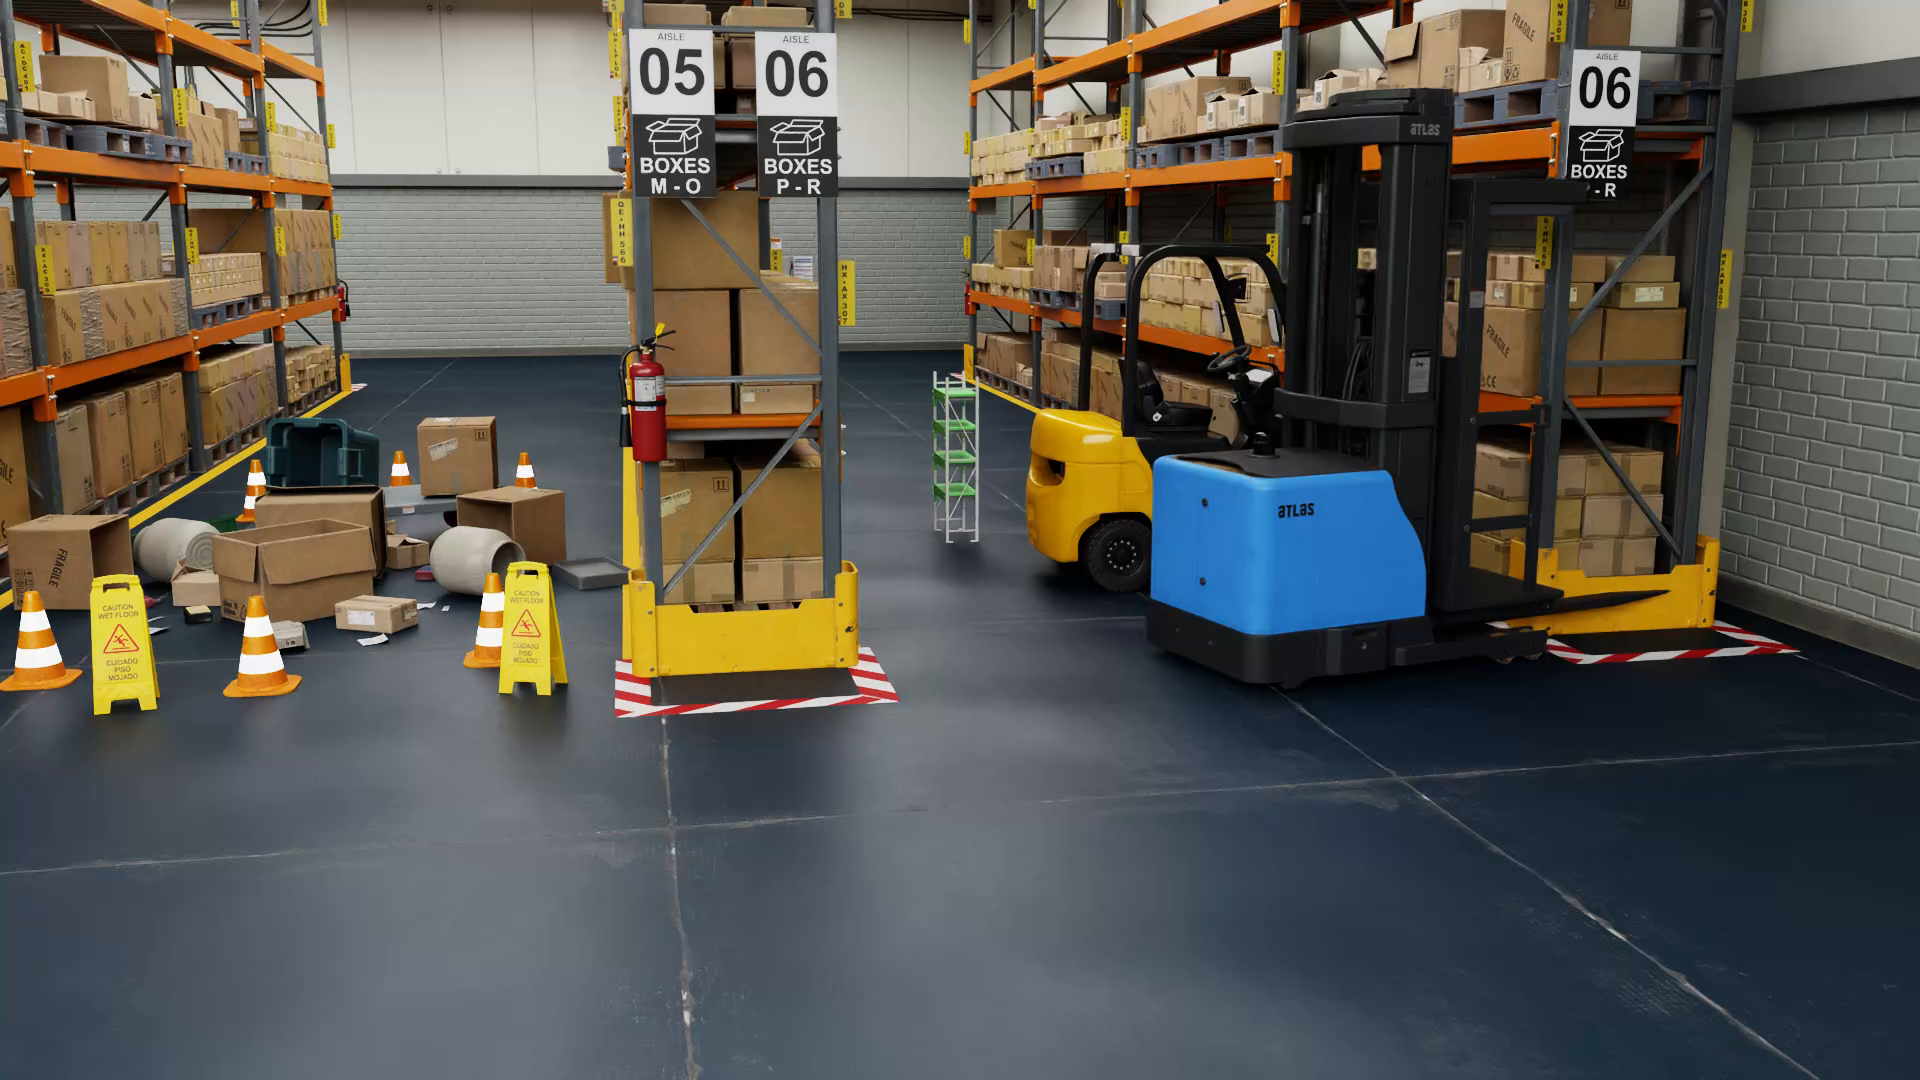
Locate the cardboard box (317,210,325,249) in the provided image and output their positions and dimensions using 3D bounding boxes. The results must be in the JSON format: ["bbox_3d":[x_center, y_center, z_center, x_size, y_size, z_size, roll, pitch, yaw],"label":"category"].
[{"bbox_3d":[-8.632,-4.062,21.777,0.500,0.500,0.500,-3,11,-13],"label":"cardboard box"}]

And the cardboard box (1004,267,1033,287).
[{"bbox_3d":[0.884,-3.529,22.323,0.500,0.250,0.500,-2,11,-11],"label":"cardboard box"}]

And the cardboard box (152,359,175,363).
[{"bbox_3d":[-8.006,-1.631,16.298,0.500,0.250,0.500,-2,11,-10],"label":"cardboard box"}]

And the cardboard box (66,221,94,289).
[{"bbox_3d":[-7.032,-2.160,12.582,0.700,0.500,0.500,-2,11,-11],"label":"cardboard box"}]

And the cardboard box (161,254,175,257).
[{"bbox_3d":[-8.506,-2.952,17.640,0.380,0.149,0.250,-2,11,-12],"label":"cardboard box"}]

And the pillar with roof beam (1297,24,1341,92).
[{"bbox_3d":[-0.888,-5.040,14.608,9.100,9.000,0.400,-2,11,-11],"label":"pillar with roof beam"}]

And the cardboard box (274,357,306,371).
[{"bbox_3d":[-8.285,-2.172,20.497,0.380,0.149,0.250,-2,11,-10],"label":"cardboard box"}]

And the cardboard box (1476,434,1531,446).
[{"bbox_3d":[3.252,-0.502,10.366,0.500,0.250,0.500,-2,11,-10],"label":"cardboard box"}]

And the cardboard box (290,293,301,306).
[{"bbox_3d":[-8.278,-2.940,20.294,0.380,0.149,0.250,-2,11,-10],"label":"cardboard box"}]

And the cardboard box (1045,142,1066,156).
[{"bbox_3d":[1.214,-4.584,19.519,0.380,0.149,0.250,-2,11,-10],"label":"cardboard box"}]

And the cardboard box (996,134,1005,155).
[{"bbox_3d":[0.781,-5.345,22.503,0.500,0.250,0.500,-2,11,-9],"label":"cardboard box"}]

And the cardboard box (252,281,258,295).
[{"bbox_3d":[-7.963,-2.779,18.324,0.380,0.149,0.250,-2,11,-11],"label":"cardboard box"}]

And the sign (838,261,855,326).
[{"bbox_3d":[-0.583,-1.252,8.437,0.100,0.325,0.005,-2,11,-11],"label":"sign"}]

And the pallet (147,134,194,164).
[{"bbox_3d":[-7.330,-3.340,14.207,1.213,0.211,1.003,-2,11,-8],"label":"pallet"}]

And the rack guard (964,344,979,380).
[{"bbox_3d":[0.656,-2.681,24.945,1.175,0.500,0.348,-2,11,-11],"label":"rack guard"}]

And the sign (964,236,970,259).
[{"bbox_3d":[0.109,-4.328,24.599,0.100,0.325,0.005,-2,11,-11],"label":"sign"}]

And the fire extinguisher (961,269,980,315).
[{"bbox_3d":[0.159,-3.712,24.880,0.296,0.674,0.183,-2,11,-11],"label":"fire extinguisher"}]

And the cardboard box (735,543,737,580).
[{"bbox_3d":[-1.093,0.086,9.956,0.500,0.250,0.500,-2,11,-9],"label":"cardboard box"}]

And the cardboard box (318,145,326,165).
[{"bbox_3d":[-8.724,-5.113,22.080,0.500,0.250,0.500,-2,11,-13],"label":"cardboard box"}]

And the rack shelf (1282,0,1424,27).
[{"bbox_3d":[3.364,-3.752,10.837,1.077,0.370,4.000,-2,11,-11],"label":"rack shelf"}]

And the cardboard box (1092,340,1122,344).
[{"bbox_3d":[1.830,-2.381,20.511,0.380,0.149,0.250,-2,11,-11],"label":"cardboard box"}]

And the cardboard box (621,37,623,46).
[{"bbox_3d":[-1.802,-2.880,9.824,0.380,0.149,0.250,-2,11,-10],"label":"cardboard box"}]

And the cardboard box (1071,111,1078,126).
[{"bbox_3d":[1.545,-5.091,20.276,0.396,0.266,0.258,-2,11,-12],"label":"cardboard box"}]

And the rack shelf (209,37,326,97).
[{"bbox_3d":[-8.674,-5.768,20.368,1.077,0.370,4.000,-2,11,-11],"label":"rack shelf"}]

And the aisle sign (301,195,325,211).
[{"bbox_3d":[-8.783,-4.844,22.674,0.394,0.787,0.004,-2,11,-11],"label":"aisle sign"}]

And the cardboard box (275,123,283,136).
[{"bbox_3d":[-8.235,-4.857,19.669,0.380,0.149,0.250,-2,11,-13],"label":"cardboard box"}]

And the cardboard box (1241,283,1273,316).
[{"bbox_3d":[2.628,-1.975,13.612,0.500,0.250,0.500,-2,11,-12],"label":"cardboard box"}]

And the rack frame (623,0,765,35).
[{"bbox_3d":[-1.894,-4.488,11.708,1.000,3.000,0.127,-2,11,-11],"label":"rack frame"}]

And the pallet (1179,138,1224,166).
[{"bbox_3d":[2.637,-3.510,15.098,1.003,0.211,1.213,-2,11,-8],"label":"pallet"}]

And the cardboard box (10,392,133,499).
[{"bbox_3d":[-7.122,-0.731,12.908,1.050,0.750,0.750,-2,11,-11],"label":"cardboard box"}]

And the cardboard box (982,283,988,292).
[{"bbox_3d":[0.530,-3.684,24.202,0.380,0.149,0.250,-2,11,-10],"label":"cardboard box"}]

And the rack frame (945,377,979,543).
[{"bbox_3d":[0.015,-0.575,12.009,0.240,1.200,0.015,-2,11,-11],"label":"rack frame"}]

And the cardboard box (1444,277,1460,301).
[{"bbox_3d":[3.206,-1.598,10.569,0.380,0.149,0.250,-2,11,-13],"label":"cardboard box"}]

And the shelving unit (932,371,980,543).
[{"bbox_3d":[-0.032,-0.620,12.244,0.258,1.200,0.503,-2,11,-11],"label":"shelving unit"}]

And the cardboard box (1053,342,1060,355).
[{"bbox_3d":[1.357,-2.363,20.415,0.380,0.149,0.250,-2,11,-13],"label":"cardboard box"}]

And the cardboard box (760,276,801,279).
[{"bbox_3d":[-1.247,-1.381,10.364,0.500,0.500,0.500,-2,11,-12],"label":"cardboard box"}]

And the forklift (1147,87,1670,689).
[{"bbox_3d":[2.563,-0.870,8.927,3.031,2.935,1.130,-5,12,-25],"label":"forklift"}]

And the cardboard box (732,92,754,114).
[{"bbox_3d":[-1.000,-2.275,8.775,0.380,0.149,0.250,-2,11,-13],"label":"cardboard box"}]

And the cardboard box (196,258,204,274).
[{"bbox_3d":[-7.505,-2.637,15.987,0.380,0.149,0.250,-2,11,-11],"label":"cardboard box"}]

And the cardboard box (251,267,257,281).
[{"bbox_3d":[-7.962,-2.924,18.292,0.380,0.149,0.250,-2,11,-11],"label":"cardboard box"}]

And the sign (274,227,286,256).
[{"bbox_3d":[-7.742,-3.399,18.936,0.100,0.325,0.005,-2,11,-11],"label":"sign"}]

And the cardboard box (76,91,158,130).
[{"bbox_3d":[-7.010,-3.580,13.809,0.500,0.311,0.500,-2,11,-11],"label":"cardboard box"}]

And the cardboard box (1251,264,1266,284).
[{"bbox_3d":[2.622,-2.191,13.683,0.380,0.149,0.250,-2,11,-12],"label":"cardboard box"}]

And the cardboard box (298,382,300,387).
[{"bbox_3d":[-8.377,-1.879,20.548,0.380,0.149,0.250,-3,11,-13],"label":"cardboard box"}]

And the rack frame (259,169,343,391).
[{"bbox_3d":[-9.063,-3.543,22.789,1.000,3.000,0.127,-2,11,-11],"label":"rack frame"}]

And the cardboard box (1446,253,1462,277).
[{"bbox_3d":[3.185,-1.743,10.536,0.380,0.149,0.250,-2,11,-10],"label":"cardboard box"}]

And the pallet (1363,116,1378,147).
[{"bbox_3d":[3.166,-2.996,12.132,1.003,0.211,1.213,-2,11,-11],"label":"pallet"}]

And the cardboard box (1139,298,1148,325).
[{"bbox_3d":[2.043,-2.292,16.615,0.500,0.250,0.500,-2,11,-11],"label":"cardboard box"}]

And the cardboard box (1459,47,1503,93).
[{"bbox_3d":[3.244,-2.839,10.035,0.396,0.266,0.258,-2,11,-11],"label":"cardboard box"}]

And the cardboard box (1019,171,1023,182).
[{"bbox_3d":[0.971,-4.689,21.460,0.380,0.149,0.250,-2,11,-9],"label":"cardboard box"}]

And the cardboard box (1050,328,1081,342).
[{"bbox_3d":[1.325,-2.511,20.398,0.380,0.149,0.250,-3,11,-14],"label":"cardboard box"}]

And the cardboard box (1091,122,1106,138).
[{"bbox_3d":[1.639,-4.441,18.026,0.380,0.149,0.250,-2,11,-12],"label":"cardboard box"}]

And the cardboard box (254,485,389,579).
[{"bbox_3d":[-4.131,-0.049,10.743,0.797,0.637,0.503,-2,11,-11],"label":"cardboard box"}]
